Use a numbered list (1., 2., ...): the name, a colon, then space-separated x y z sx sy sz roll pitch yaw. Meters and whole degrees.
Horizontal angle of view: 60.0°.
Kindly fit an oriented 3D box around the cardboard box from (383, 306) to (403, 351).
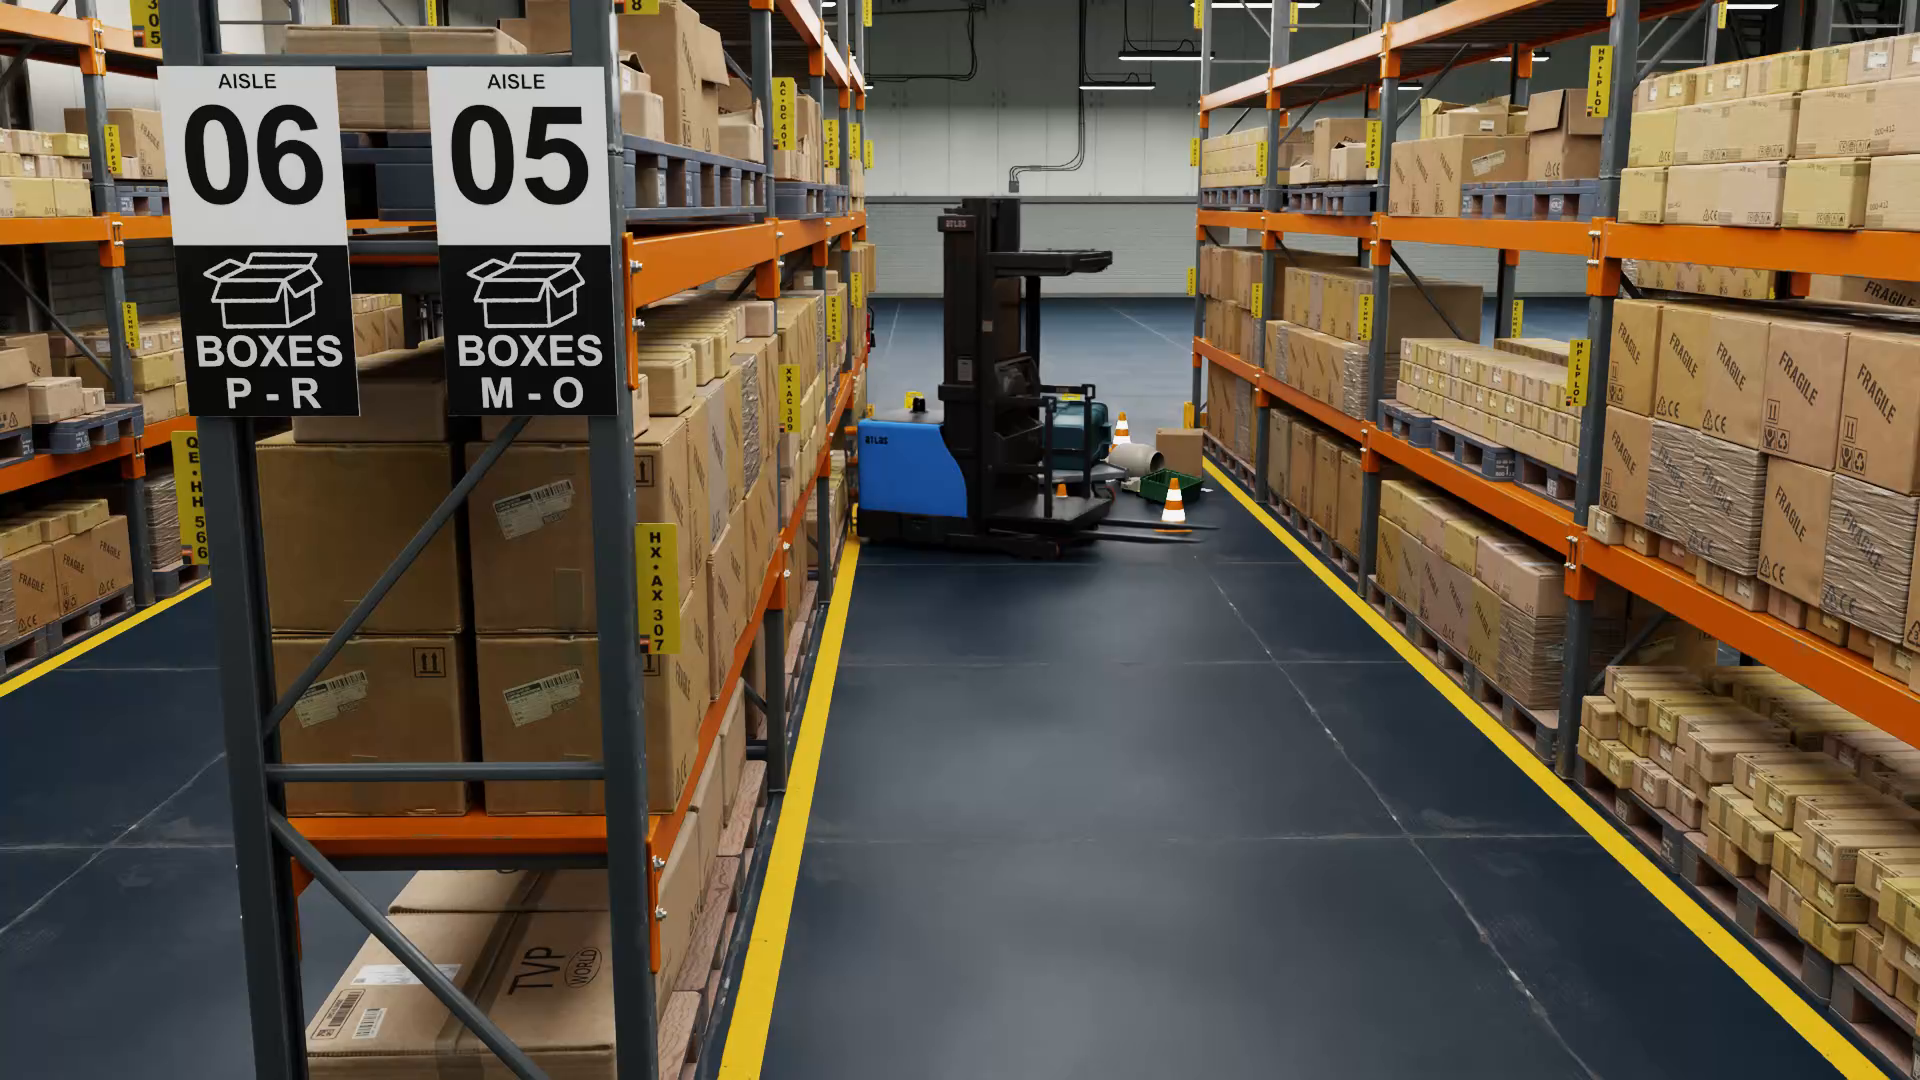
1. cardboard box: -6.276 -2.223 17.719 0.500 0.500 0.500 0 11 -1

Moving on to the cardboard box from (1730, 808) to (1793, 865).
1. cardboard box: 3.305 1.174 6.596 0.380 0.149 0.250 0 11 -1

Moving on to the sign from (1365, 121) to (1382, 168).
1. sign: 2.937 -2.808 11.813 0.100 0.325 0.005 0 11 -1

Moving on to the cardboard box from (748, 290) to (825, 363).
1. cardboard box: -1.183 -1.444 11.364 0.500 0.500 0.500 -1 11 -3

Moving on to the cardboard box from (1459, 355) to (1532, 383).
1. cardboard box: 3.336 -1.067 10.353 0.380 0.149 0.250 0 11 1

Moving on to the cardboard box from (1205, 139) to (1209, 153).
1. cardboard box: 3.019 -4.512 19.029 0.380 0.149 0.250 0 11 -1

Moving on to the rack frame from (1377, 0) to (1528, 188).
1. rack frame: 3.492 -3.987 11.577 1.000 3.000 0.127 0 11 -1

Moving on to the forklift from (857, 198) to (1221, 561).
1. forklift: 0.672 -1.379 13.986 3.031 2.935 1.130 5 12 23

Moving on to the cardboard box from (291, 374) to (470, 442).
1. cardboard box: -1.497 -0.343 4.310 0.380 0.149 0.250 0 11 0

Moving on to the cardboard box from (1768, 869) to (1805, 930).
1. cardboard box: 3.340 1.374 6.358 0.380 0.149 0.250 0 11 0

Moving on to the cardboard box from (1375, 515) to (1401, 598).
1. cardboard box: 3.252 0.114 11.682 0.500 0.500 0.500 -1 11 -4

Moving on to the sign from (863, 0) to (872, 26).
1. sign: -1.065 -6.070 19.099 0.100 0.325 0.005 0 11 -1

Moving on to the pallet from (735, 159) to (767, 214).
1. pallet: -1.366 -1.475 6.964 1.003 0.211 1.213 0 11 -1

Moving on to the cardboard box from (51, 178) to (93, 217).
1. cardboard box: -6.164 -2.281 11.089 0.500 0.250 0.500 -1 11 -3

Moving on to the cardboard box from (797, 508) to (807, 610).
1. cardboard box: -1.524 -0.033 11.466 0.875 0.875 0.875 0 11 -2

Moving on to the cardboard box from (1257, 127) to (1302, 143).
1. cardboard box: 3.083 -3.906 16.041 0.380 0.149 0.250 0 11 -2

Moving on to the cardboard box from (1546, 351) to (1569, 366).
1. cardboard box: 3.977 -1.122 10.626 0.380 0.149 0.250 0 11 -1

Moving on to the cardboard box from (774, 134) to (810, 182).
1. cardboard box: -1.060 -2.186 9.526 0.396 0.266 0.258 1 11 4

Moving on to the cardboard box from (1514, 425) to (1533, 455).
1. cardboard box: 3.354 -0.563 9.367 0.380 0.149 0.250 -1 11 -4

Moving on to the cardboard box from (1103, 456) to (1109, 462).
1. cardboard box: 1.532 -0.836 18.012 0.396 0.266 0.258 2 12 9

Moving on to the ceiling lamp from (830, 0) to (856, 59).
1. ceiling lamp: -3.073 -11.638 34.610 2.000 3.185 0.800 0 11 -1

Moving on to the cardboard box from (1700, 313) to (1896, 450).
1. cardboard box: 3.346 -0.642 6.667 0.500 0.500 0.500 0 11 0

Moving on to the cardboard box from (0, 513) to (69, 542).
1. cardboard box: -6.156 -0.080 11.008 0.380 0.149 0.250 -1 11 -3

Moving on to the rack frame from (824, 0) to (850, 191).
1. rack frame: -1.538 -4.741 15.297 1.000 3.000 0.127 0 11 -1

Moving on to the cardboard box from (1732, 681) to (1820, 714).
1. cardboard box: 3.887 0.769 7.844 0.380 0.149 0.250 0 11 0

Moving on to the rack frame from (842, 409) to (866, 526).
1. rack frame: -0.911 -0.640 14.825 0.200 1.050 0.008 -4 14 -2

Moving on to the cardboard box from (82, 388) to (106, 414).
1. cardboard box: -6.020 -0.939 11.218 0.380 0.149 0.250 0 11 0

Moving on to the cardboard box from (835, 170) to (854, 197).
1. cardboard box: -1.273 -3.432 16.018 0.500 0.250 0.500 0 11 -2

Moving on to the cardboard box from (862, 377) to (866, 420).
1. cardboard box: -1.329 -1.560 18.679 0.500 0.500 0.500 0 11 1

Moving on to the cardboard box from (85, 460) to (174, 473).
1. cardboard box: -6.438 -0.281 13.316 0.875 0.625 0.625 0 11 1

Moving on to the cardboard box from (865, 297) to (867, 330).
1. cardboard box: -1.334 -2.685 19.247 0.500 0.500 0.500 0 11 -2

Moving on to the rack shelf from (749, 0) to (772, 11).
1. rack shelf: -1.331 -2.205 5.610 1.077 0.370 4.000 0 11 -1

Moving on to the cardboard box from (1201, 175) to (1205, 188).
1. cardboard box: 3.013 -4.169 19.345 0.380 0.149 0.250 0 11 -1

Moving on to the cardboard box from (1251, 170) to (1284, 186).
1. cardboard box: 3.077 -3.565 16.365 0.380 0.149 0.250 0 11 0

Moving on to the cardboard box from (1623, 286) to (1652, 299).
1. cardboard box: 8.271 -2.723 19.435 0.875 0.500 0.500 0 11 -1

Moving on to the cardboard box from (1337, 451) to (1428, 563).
1. cardboard box: 3.569 -0.271 12.954 1.050 0.750 0.750 0 11 -2

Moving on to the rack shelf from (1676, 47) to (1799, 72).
1. rack shelf: 8.329 -4.826 17.530 1.077 0.370 4.000 0 11 -1

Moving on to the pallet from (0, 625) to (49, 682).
1. pallet: -6.418 0.772 10.223 1.003 0.211 1.213 0 11 -1

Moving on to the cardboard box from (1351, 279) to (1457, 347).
1. cardboard box: 3.481 -1.775 13.000 0.700 0.500 0.500 0 11 -2

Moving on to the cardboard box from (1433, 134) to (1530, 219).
1. cardboard box: 3.271 -2.252 10.321 0.500 0.500 0.500 0 11 -1

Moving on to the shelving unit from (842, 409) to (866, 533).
1. shelving unit: -0.904 -0.611 14.707 0.215 1.050 0.252 -4 14 -2

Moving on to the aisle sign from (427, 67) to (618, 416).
1. aisle sign: -0.998 -0.677 3.813 0.394 0.787 0.004 0 11 -1

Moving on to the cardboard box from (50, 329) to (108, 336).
1. cardboard box: -6.688 -1.519 12.620 0.380 0.149 0.250 0 11 -1

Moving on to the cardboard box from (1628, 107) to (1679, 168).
1. cardboard box: 3.345 -1.796 7.445 0.500 0.250 0.500 0 11 1

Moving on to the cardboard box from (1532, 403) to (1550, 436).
1. cardboard box: 3.360 -0.660 9.095 0.380 0.149 0.250 0 11 1

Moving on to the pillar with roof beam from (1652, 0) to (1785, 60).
1. pillar with roof beam: 19.100 -11.449 48.358 9.100 9.000 0.548 0 11 -1

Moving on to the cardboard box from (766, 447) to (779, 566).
1. cardboard box: -1.107 -0.169 7.596 0.500 0.500 0.500 0 11 -1

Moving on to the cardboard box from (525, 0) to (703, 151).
1. cardboard box: -1.181 -1.591 5.754 0.500 0.500 0.500 0 11 0

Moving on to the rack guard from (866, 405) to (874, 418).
1. rack guard: -1.619 -1.356 19.987 1.175 0.500 0.348 0 11 -1

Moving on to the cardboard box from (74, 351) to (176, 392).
1. cardboard box: -6.158 -1.246 12.276 0.500 0.250 0.500 0 11 -1

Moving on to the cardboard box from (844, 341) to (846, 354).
1. cardboard box: -1.251 -1.783 15.379 0.380 0.149 0.250 0 11 0

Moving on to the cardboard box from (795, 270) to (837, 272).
1. cardboard box: -1.275 -2.292 14.625 0.380 0.149 0.250 -1 11 -3

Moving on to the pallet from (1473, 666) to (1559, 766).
1. pallet: 3.557 0.960 9.295 1.003 0.211 1.213 0 11 -1

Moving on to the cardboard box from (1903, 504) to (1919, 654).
1. cardboard box: 3.385 0.158 5.236 0.500 0.500 0.500 0 11 -2

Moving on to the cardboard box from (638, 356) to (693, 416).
1. cardboard box: -0.988 -0.449 4.828 0.380 0.149 0.250 0 11 1

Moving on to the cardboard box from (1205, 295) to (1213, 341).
1. cardboard box: 3.380 -2.637 19.635 0.875 0.550 0.550 0 11 -1

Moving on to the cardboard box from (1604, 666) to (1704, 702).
1. cardboard box: 3.375 0.718 8.095 0.380 0.149 0.250 0 11 1

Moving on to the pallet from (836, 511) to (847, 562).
1. pallet: -1.492 -0.037 14.210 1.003 0.211 1.213 0 11 -1

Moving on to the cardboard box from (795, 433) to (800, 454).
1. cardboard box: -1.138 -0.575 8.968 0.500 0.250 0.500 0 11 0
